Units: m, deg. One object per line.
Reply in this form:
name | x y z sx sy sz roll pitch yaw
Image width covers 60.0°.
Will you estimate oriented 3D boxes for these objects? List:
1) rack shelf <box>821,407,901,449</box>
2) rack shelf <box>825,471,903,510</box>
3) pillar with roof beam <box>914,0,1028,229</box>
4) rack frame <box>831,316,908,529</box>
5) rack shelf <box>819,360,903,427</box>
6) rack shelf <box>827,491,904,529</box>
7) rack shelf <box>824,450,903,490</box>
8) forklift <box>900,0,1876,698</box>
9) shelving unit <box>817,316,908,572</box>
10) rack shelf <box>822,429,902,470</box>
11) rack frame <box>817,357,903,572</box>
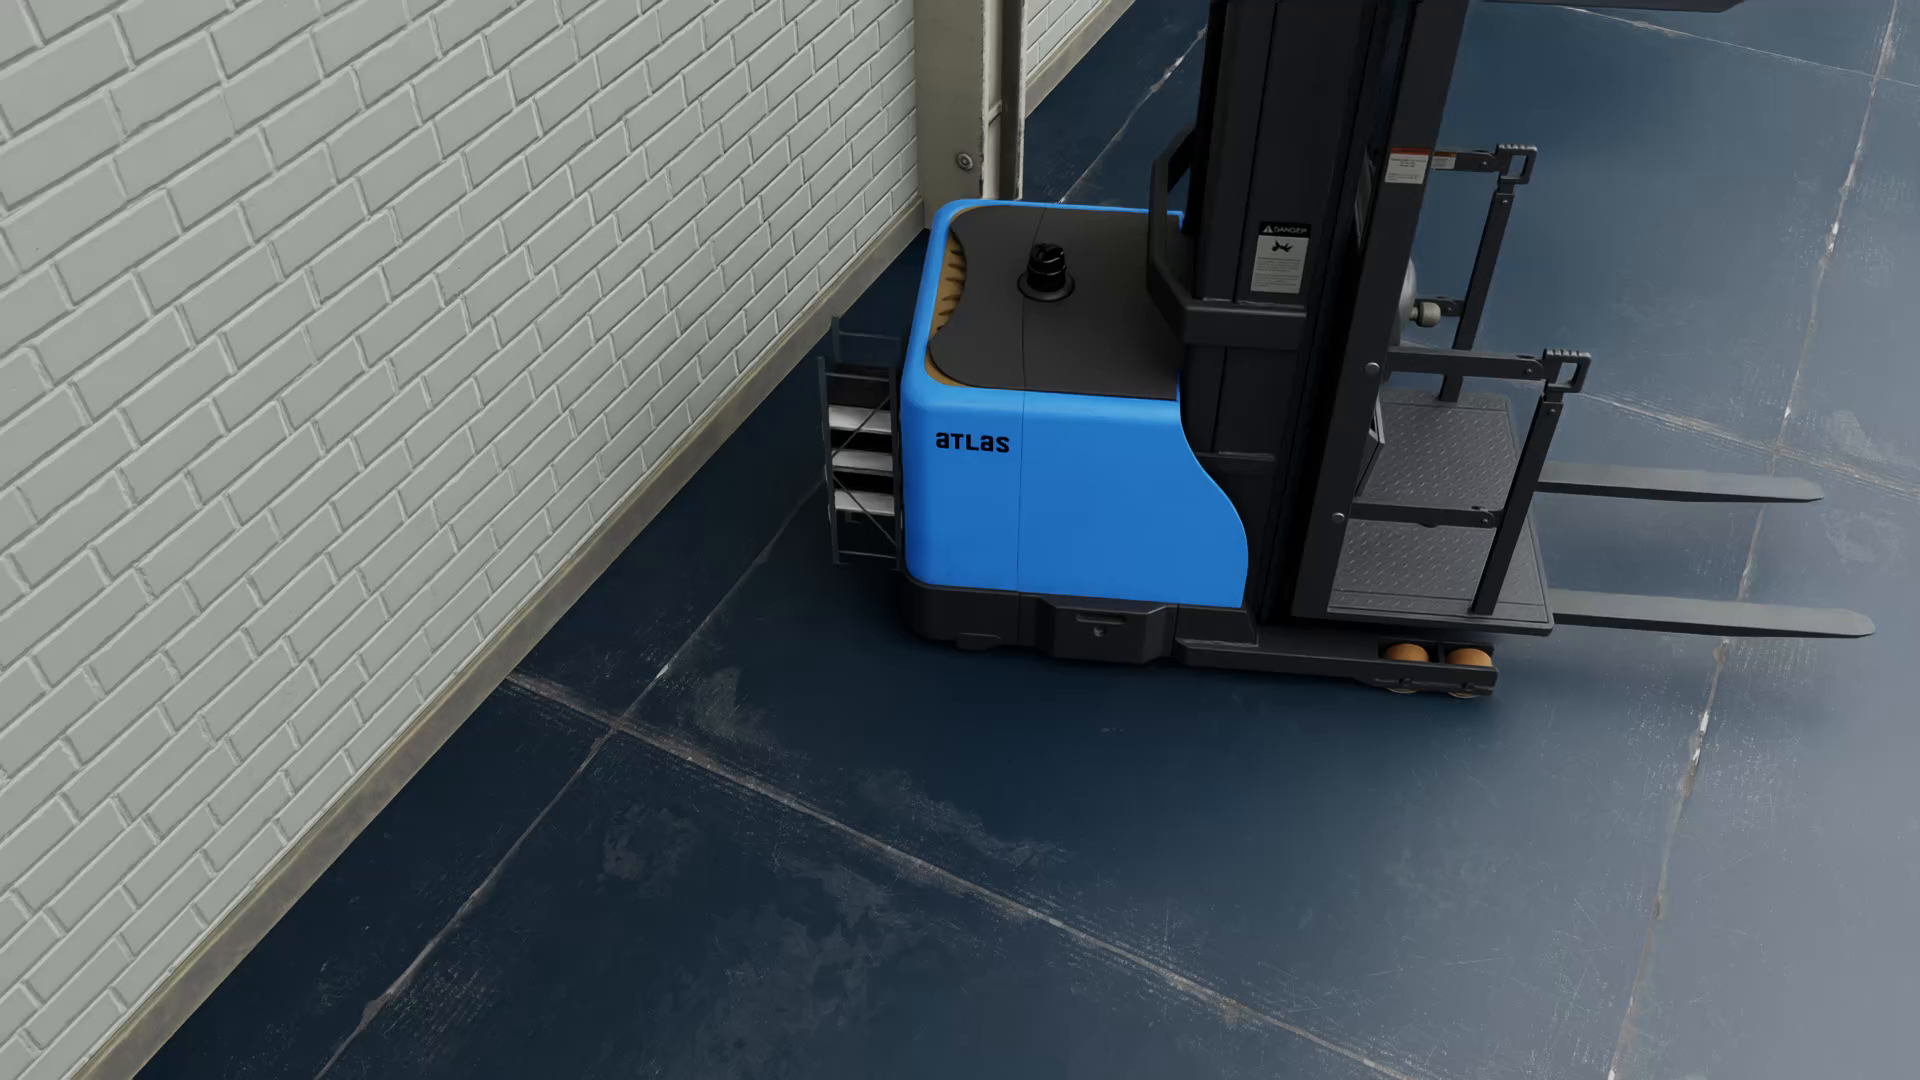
rack shelf | -0.297 -0.399 5.305 0.258 0.077 0.200 6 46 6
rack shelf | -0.297 -0.209 5.497 0.258 0.077 0.200 6 46 6
pillar with roof beam | 3.858 -3.156 2.543 9.100 9.000 0.400 20 49 19
rack frame | -0.282 -0.367 5.480 0.240 0.900 0.006 6 46 6
rack shelf | -0.297 -0.462 5.241 0.258 0.077 0.200 6 46 6
rack shelf | -0.297 -0.146 5.561 0.258 0.077 0.200 6 46 6
rack shelf | -0.297 -0.272 5.433 0.258 0.077 0.200 6 46 6
forklift | 1.366 -0.931 4.609 3.031 2.935 1.130 4 45 4
shelving unit | -0.297 -0.296 5.409 0.258 0.900 0.210 6 46 6
rack shelf | -0.297 -0.335 5.369 0.258 0.077 0.200 6 46 6
rack frame | -0.313 -0.224 5.339 0.240 0.900 0.006 6 46 6
